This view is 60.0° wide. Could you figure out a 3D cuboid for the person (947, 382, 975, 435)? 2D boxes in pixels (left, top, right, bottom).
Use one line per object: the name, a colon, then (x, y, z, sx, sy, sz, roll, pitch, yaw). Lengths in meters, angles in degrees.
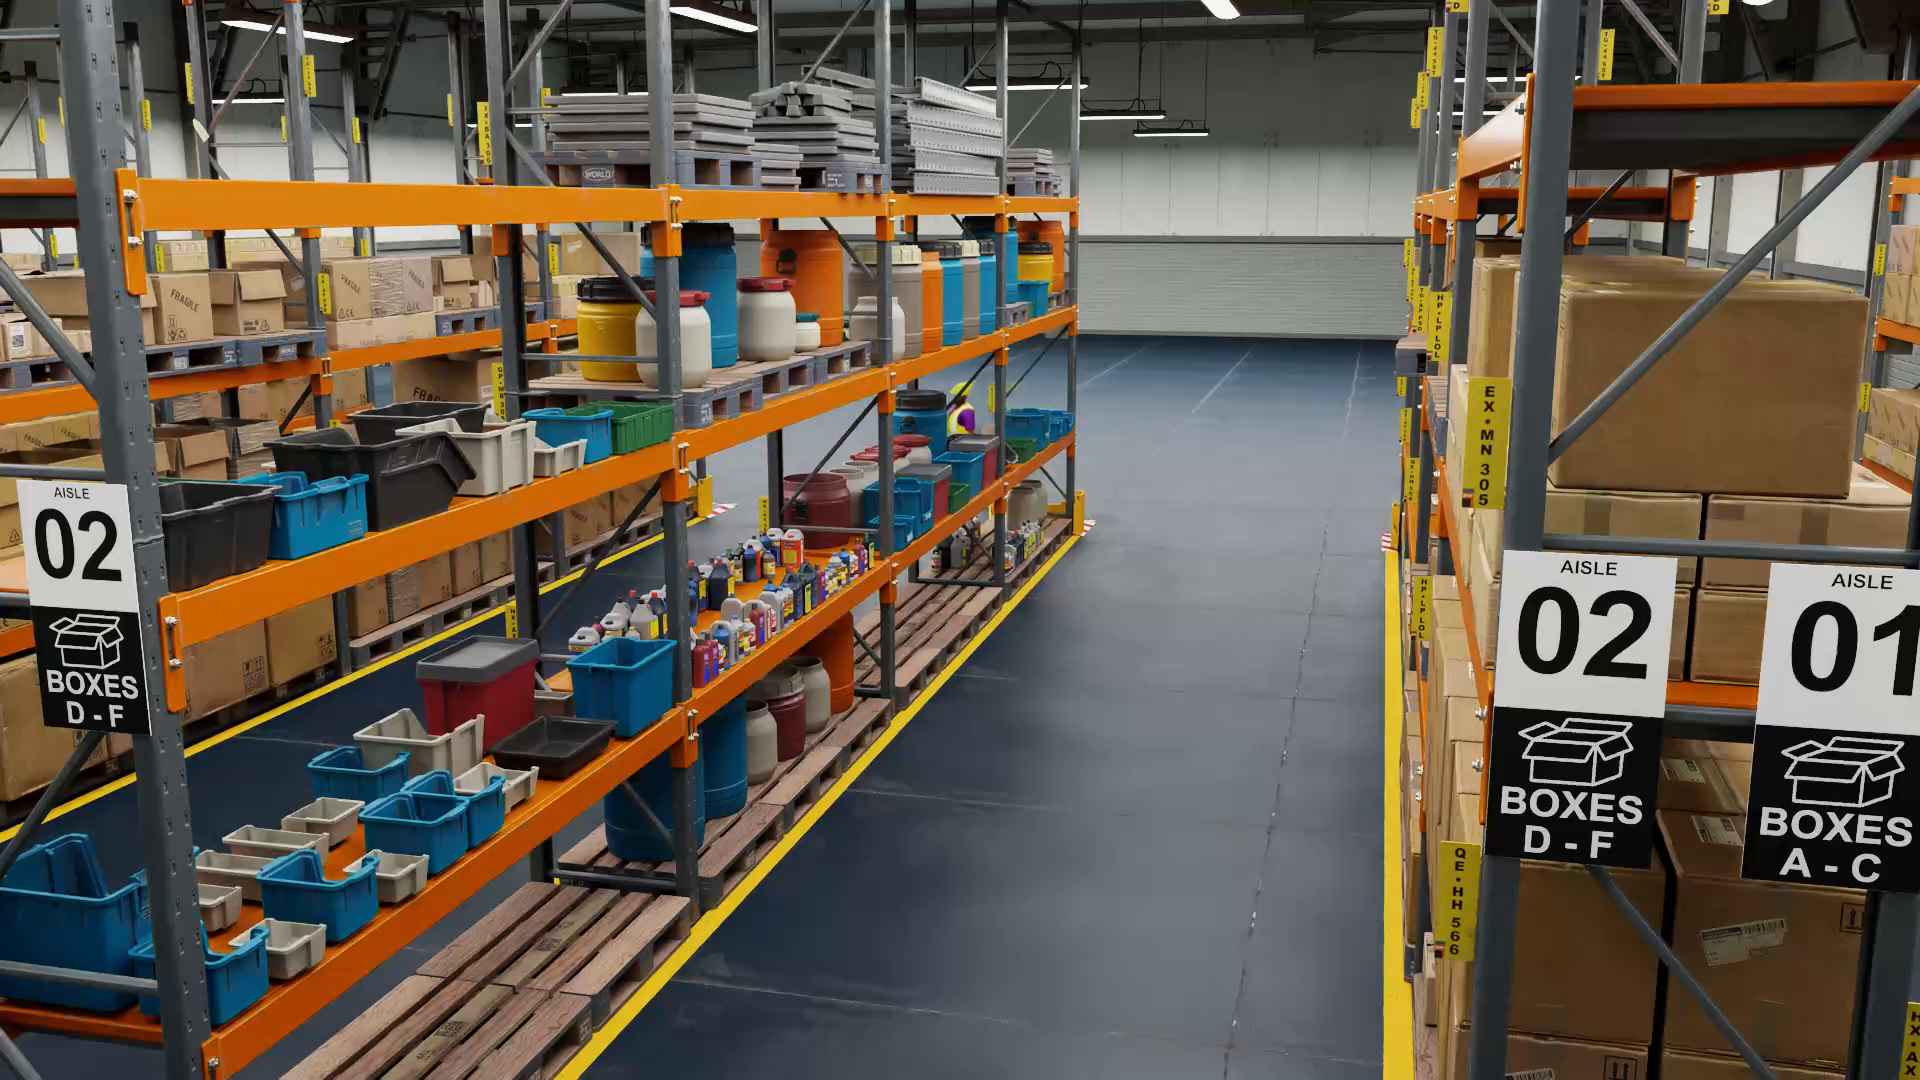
person: (-0.065, -1.253, 22.149, 1.005, 1.717, 0.674, -3, 12, -13)
